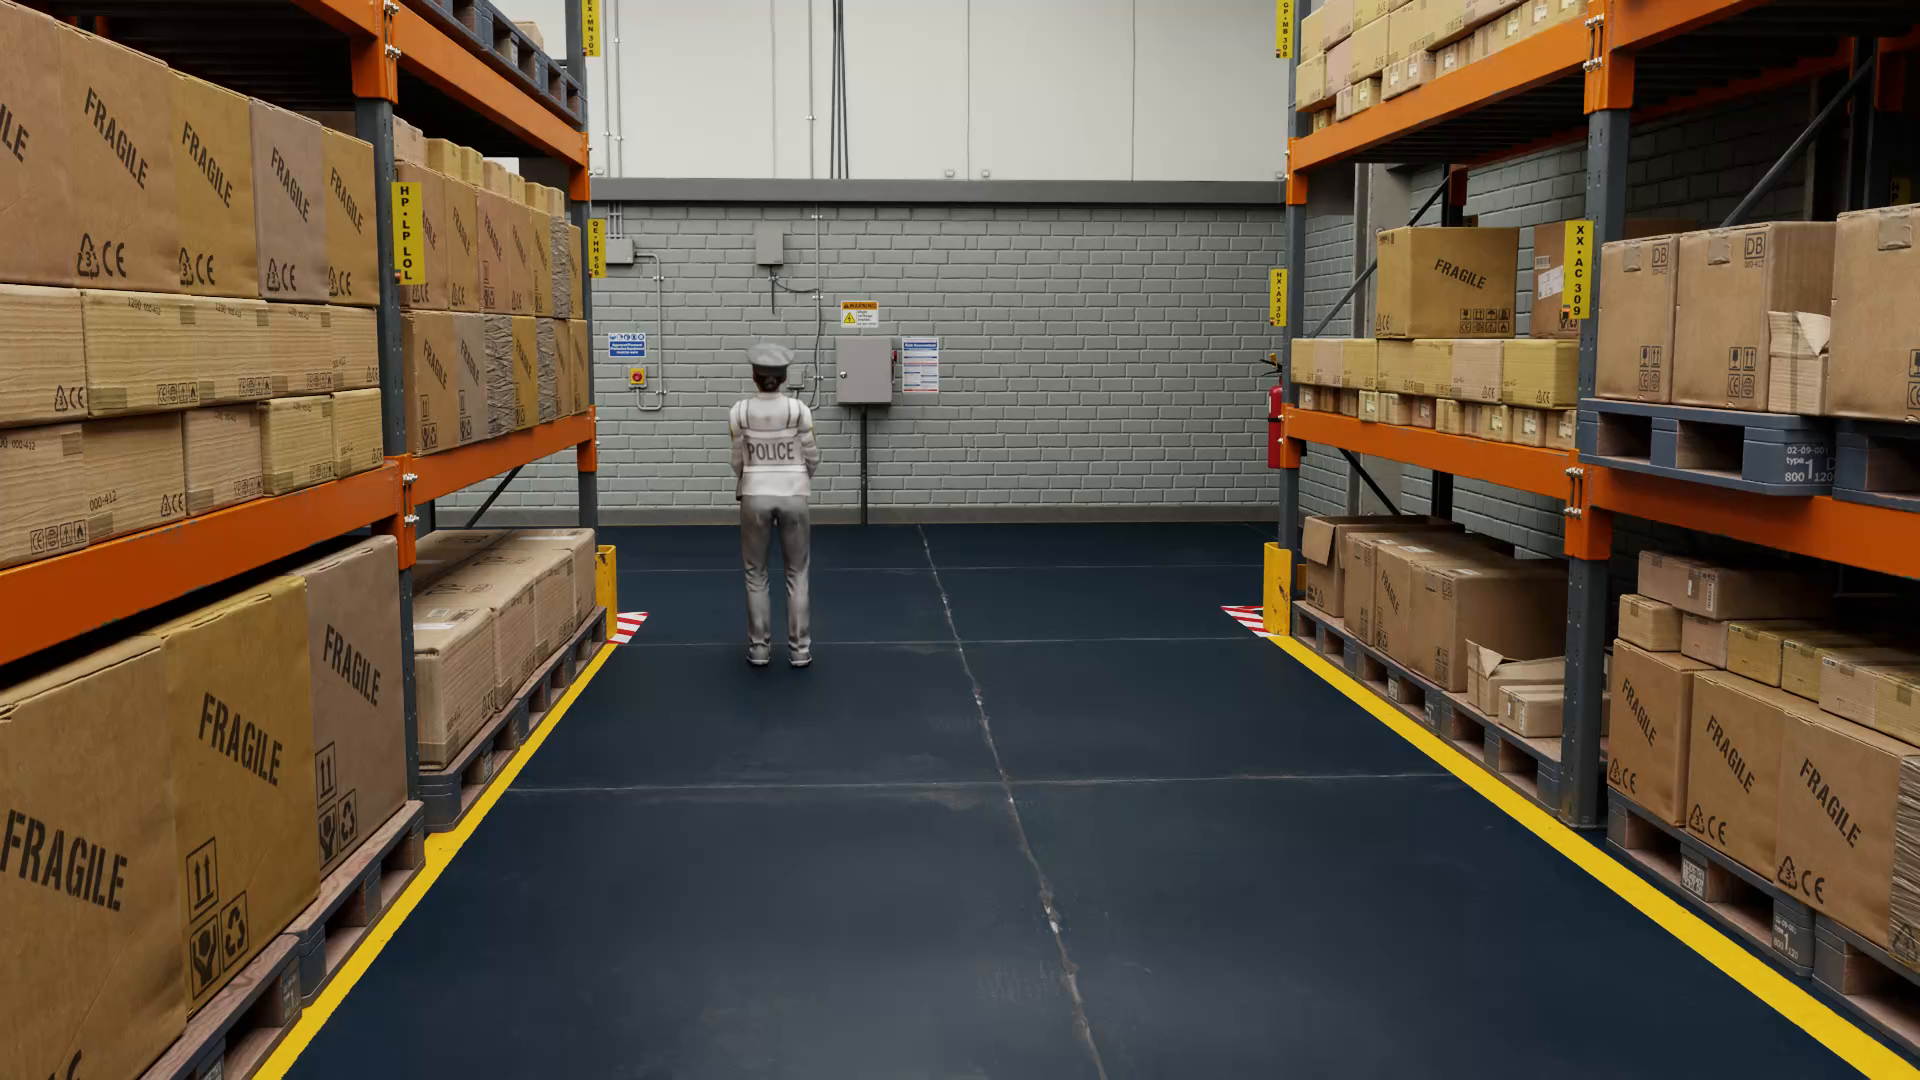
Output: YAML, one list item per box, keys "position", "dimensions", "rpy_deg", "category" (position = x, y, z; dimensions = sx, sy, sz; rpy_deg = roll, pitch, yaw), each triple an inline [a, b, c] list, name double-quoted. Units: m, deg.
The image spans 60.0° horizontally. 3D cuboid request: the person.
- position: [-0.971, -0.188, 8.681]
  dimensions: [0.460, 1.687, 0.556]
  rpy_deg: [-1, 7, -5]
  category: "person"
